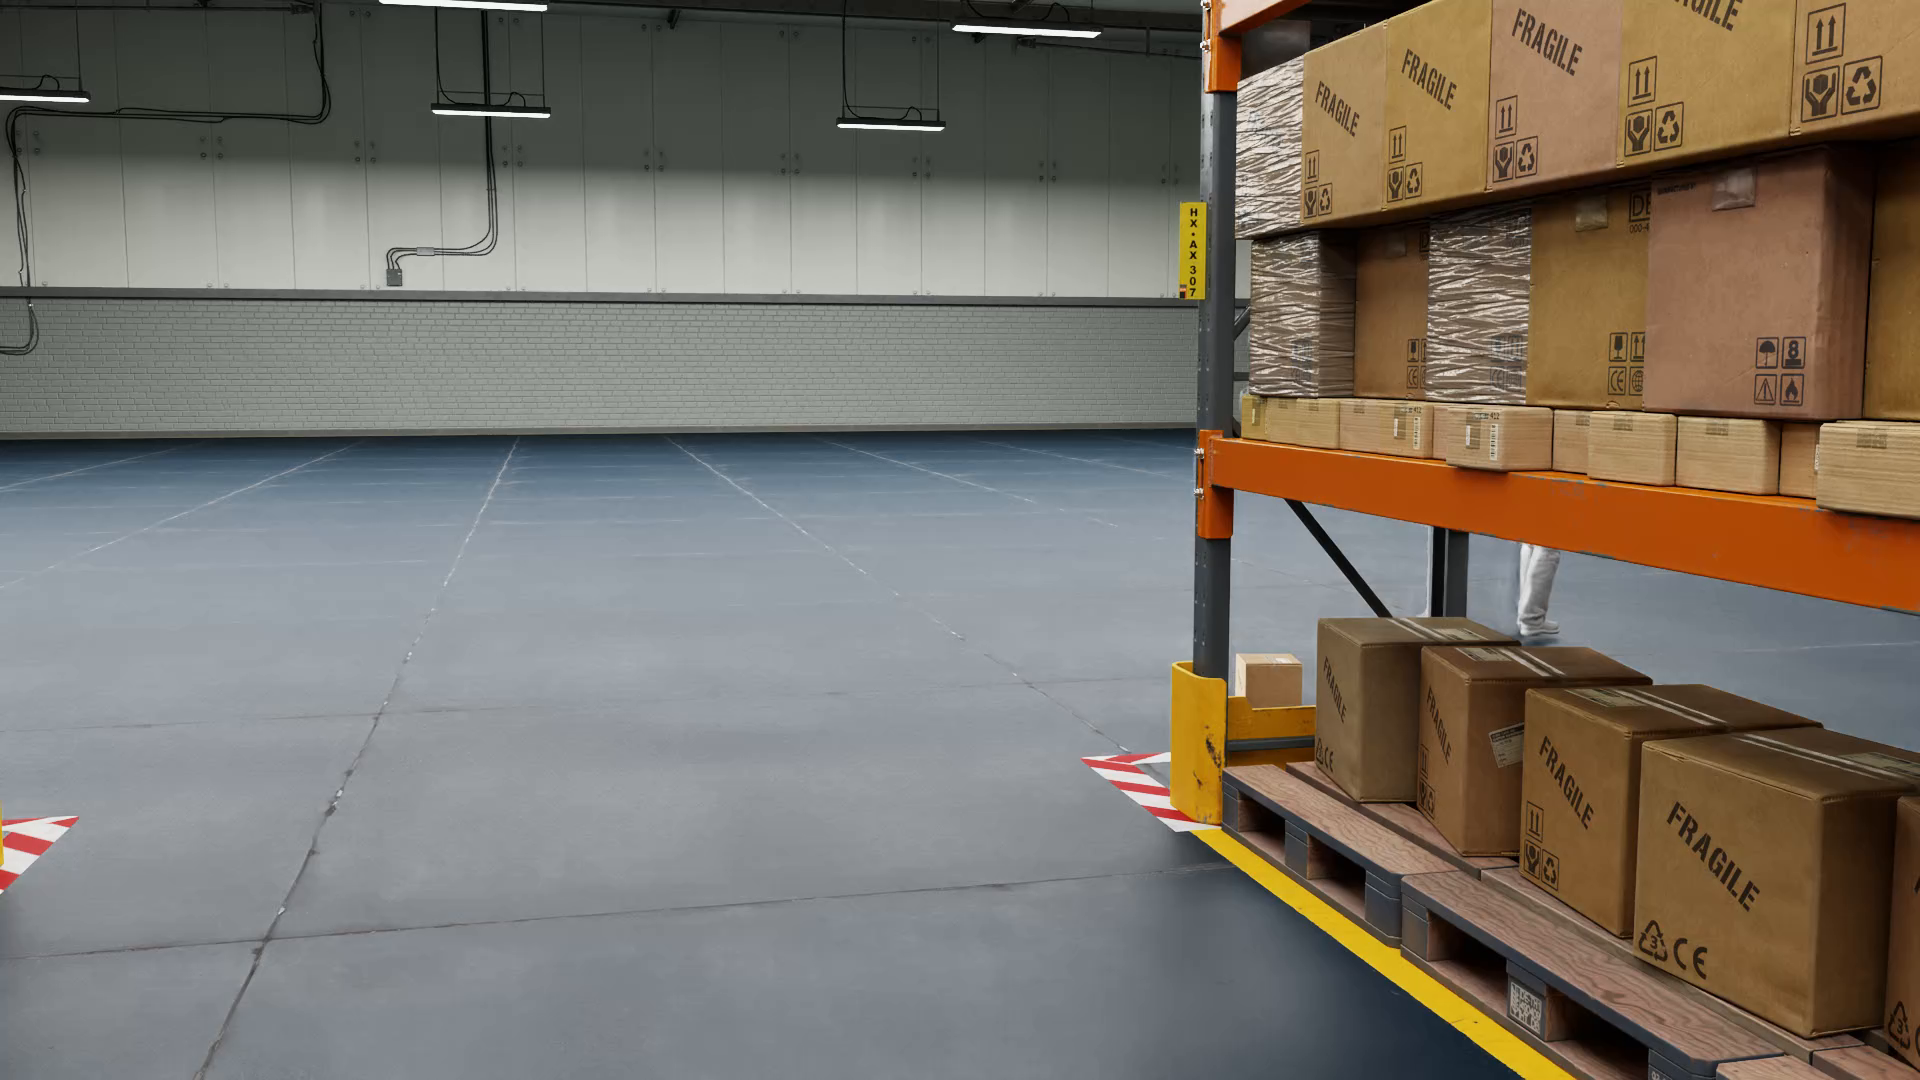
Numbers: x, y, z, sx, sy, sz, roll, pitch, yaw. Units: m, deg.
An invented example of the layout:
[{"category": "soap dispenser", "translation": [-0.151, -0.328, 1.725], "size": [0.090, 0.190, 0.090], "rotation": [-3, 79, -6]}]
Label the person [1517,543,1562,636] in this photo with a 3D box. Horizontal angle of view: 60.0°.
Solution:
[{"category": "person", "translation": [3.326, -0.312, 9.418], "size": [0.576, 1.843, 0.538], "rotation": [-5, 8, -40]}]
